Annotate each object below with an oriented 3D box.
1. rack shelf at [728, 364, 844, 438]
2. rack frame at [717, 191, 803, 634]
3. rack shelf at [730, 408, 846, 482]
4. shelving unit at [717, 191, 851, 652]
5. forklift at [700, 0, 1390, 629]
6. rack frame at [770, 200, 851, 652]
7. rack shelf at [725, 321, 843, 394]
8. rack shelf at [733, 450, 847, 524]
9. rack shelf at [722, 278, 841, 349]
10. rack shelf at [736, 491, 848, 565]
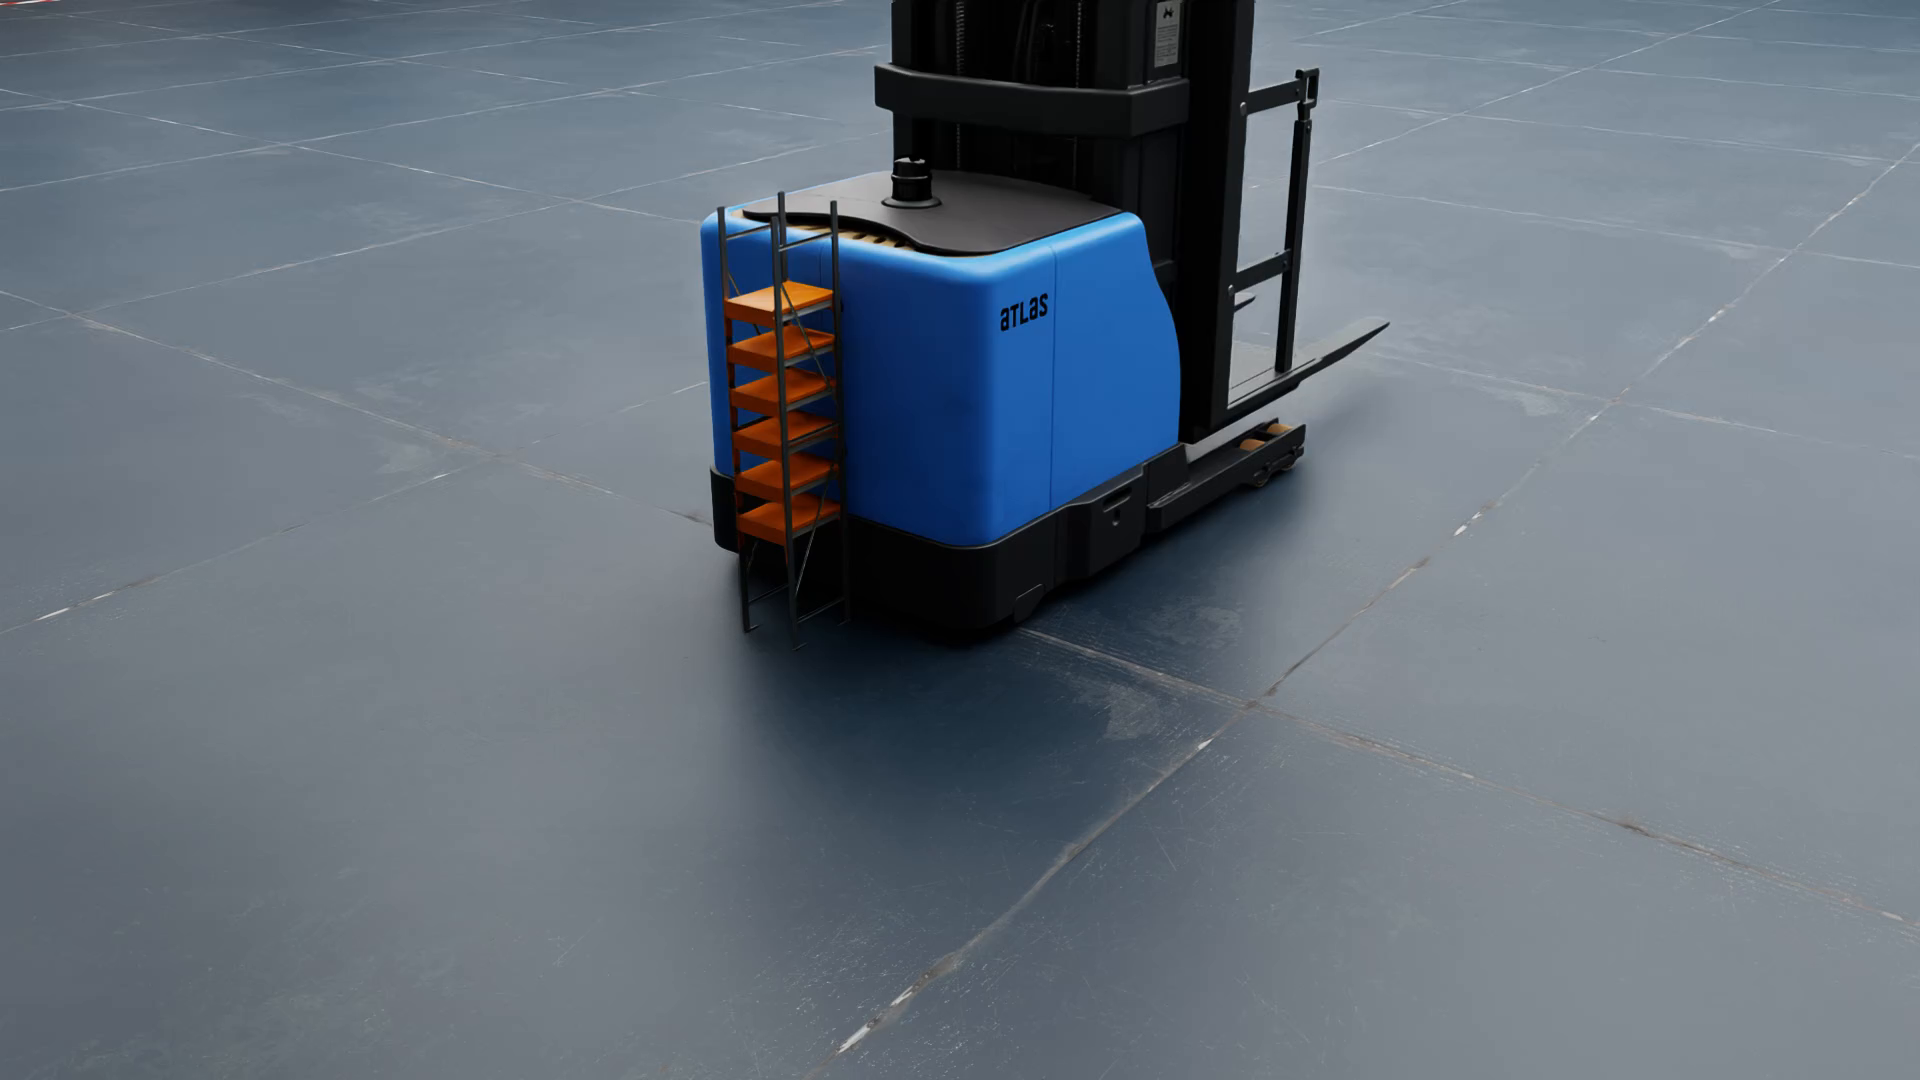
[{"bbox_3d":[-0.460,-0.371,4.415,0.180,0.103,0.258,17,29,34],"label":"rack shelf"},{"bbox_3d":[-0.532,-0.325,4.497,0.006,1.200,0.240,17,29,34],"label":"rack frame"},{"bbox_3d":[-0.460,-0.261,4.464,0.180,0.103,0.258,17,29,34],"label":"rack shelf"},{"bbox_3d":[-0.460,-0.302,4.446,0.189,1.200,0.258,17,29,34],"label":"shelving unit"},{"bbox_3d":[0.549,-1.627,5.308,1.130,2.935,3.031,17,29,34],"label":"forklift"},{"bbox_3d":[-0.387,-0.279,4.395,0.006,1.200,0.240,17,29,34],"label":"rack frame"},{"bbox_3d":[-0.460,-0.481,4.366,0.180,0.103,0.258,17,29,34],"label":"rack shelf"},{"bbox_3d":[-0.459,-0.152,4.513,0.180,0.103,0.258,17,29,34],"label":"rack shelf"},{"bbox_3d":[-0.461,-0.590,4.318,0.180,0.103,0.258,17,29,34],"label":"rack shelf"},{"bbox_3d":[-0.459,-0.042,4.561,0.180,0.103,0.258,17,29,34],"label":"rack shelf"}]
